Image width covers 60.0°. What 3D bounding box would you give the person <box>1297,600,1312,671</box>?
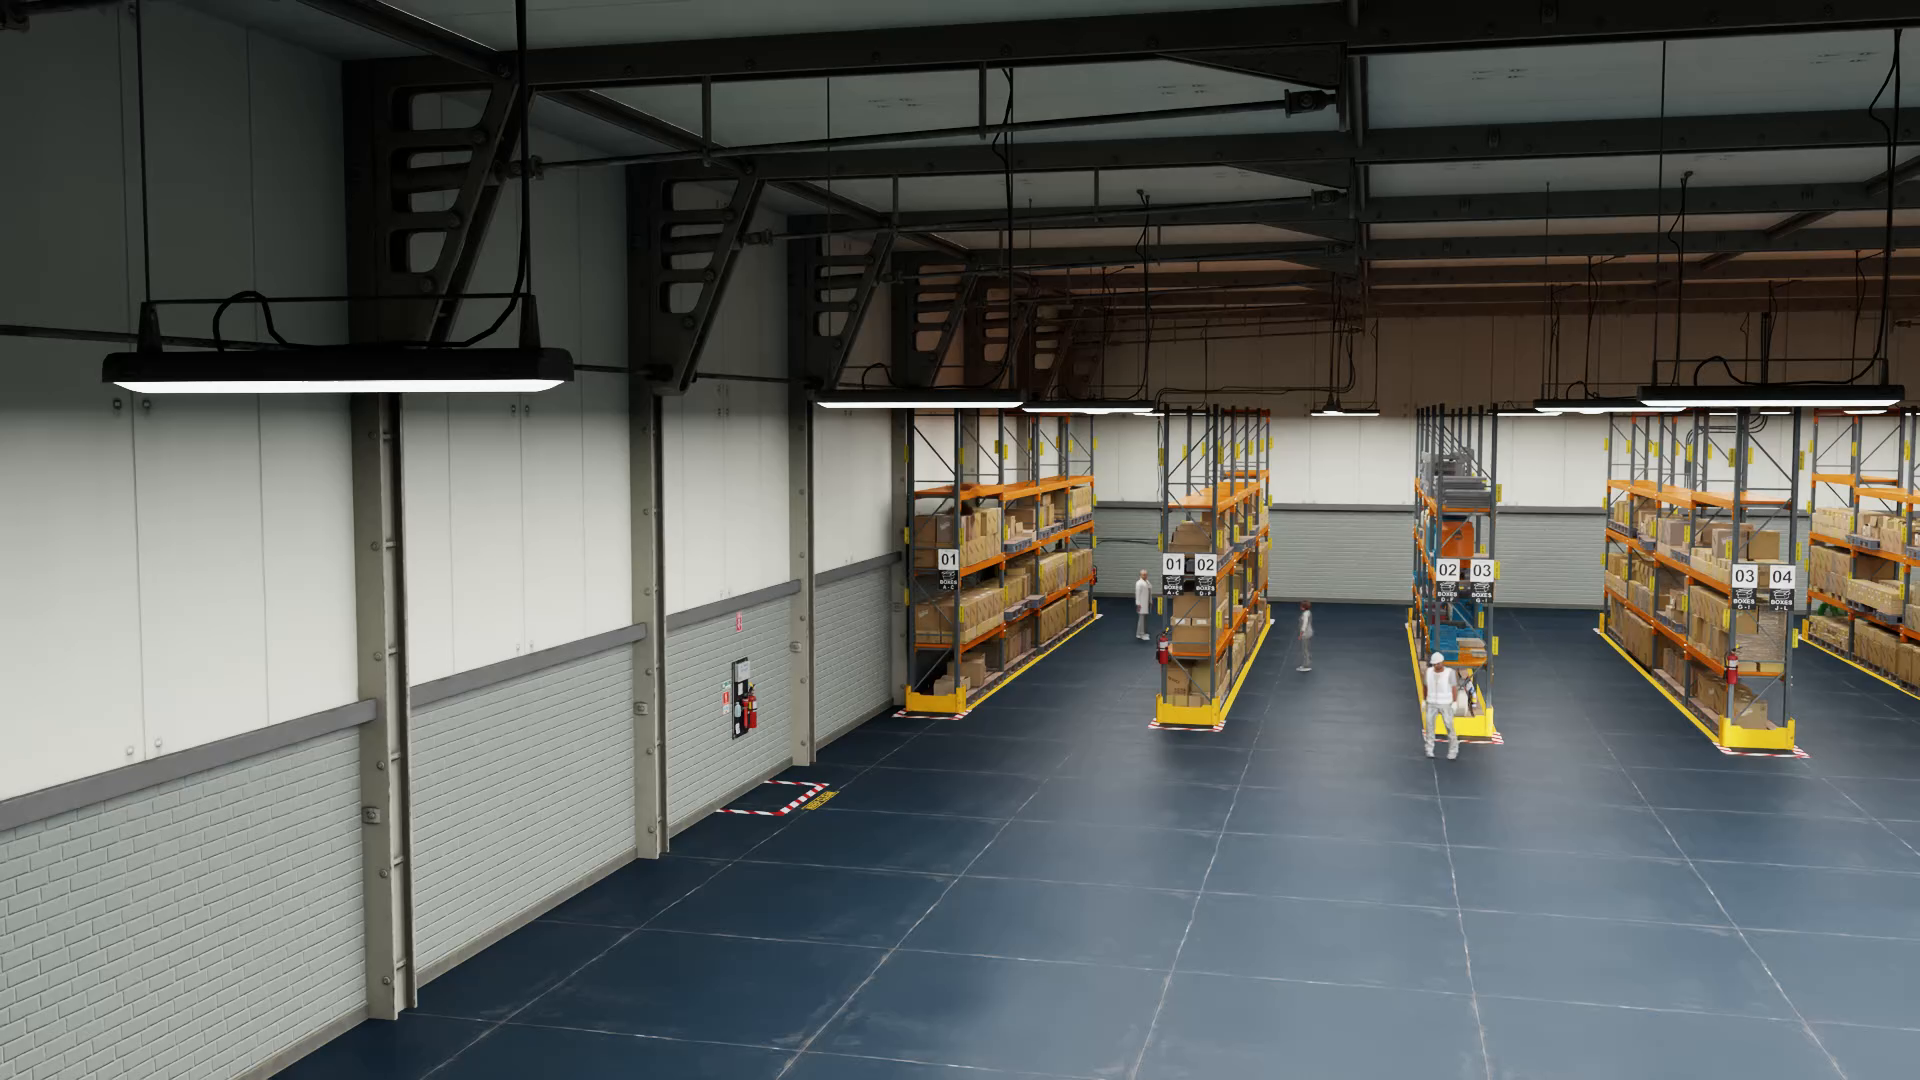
[{"bbox_3d":[7.819,2.178,37.701,0.344,1.594,0.420,1,4,19],"label":"person"}]

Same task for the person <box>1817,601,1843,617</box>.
[{"bbox_3d":[23.429,1.592,44.705,1.026,1.746,0.601,1,4,9],"label":"person"}]

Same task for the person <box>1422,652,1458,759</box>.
[{"bbox_3d":[8.117,2.780,28.128,0.640,1.778,0.419,3,5,35],"label":"person"}]

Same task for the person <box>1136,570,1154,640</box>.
[{"bbox_3d":[4.799,1.684,43.346,0.447,1.801,0.648,3,5,33],"label":"person"}]
